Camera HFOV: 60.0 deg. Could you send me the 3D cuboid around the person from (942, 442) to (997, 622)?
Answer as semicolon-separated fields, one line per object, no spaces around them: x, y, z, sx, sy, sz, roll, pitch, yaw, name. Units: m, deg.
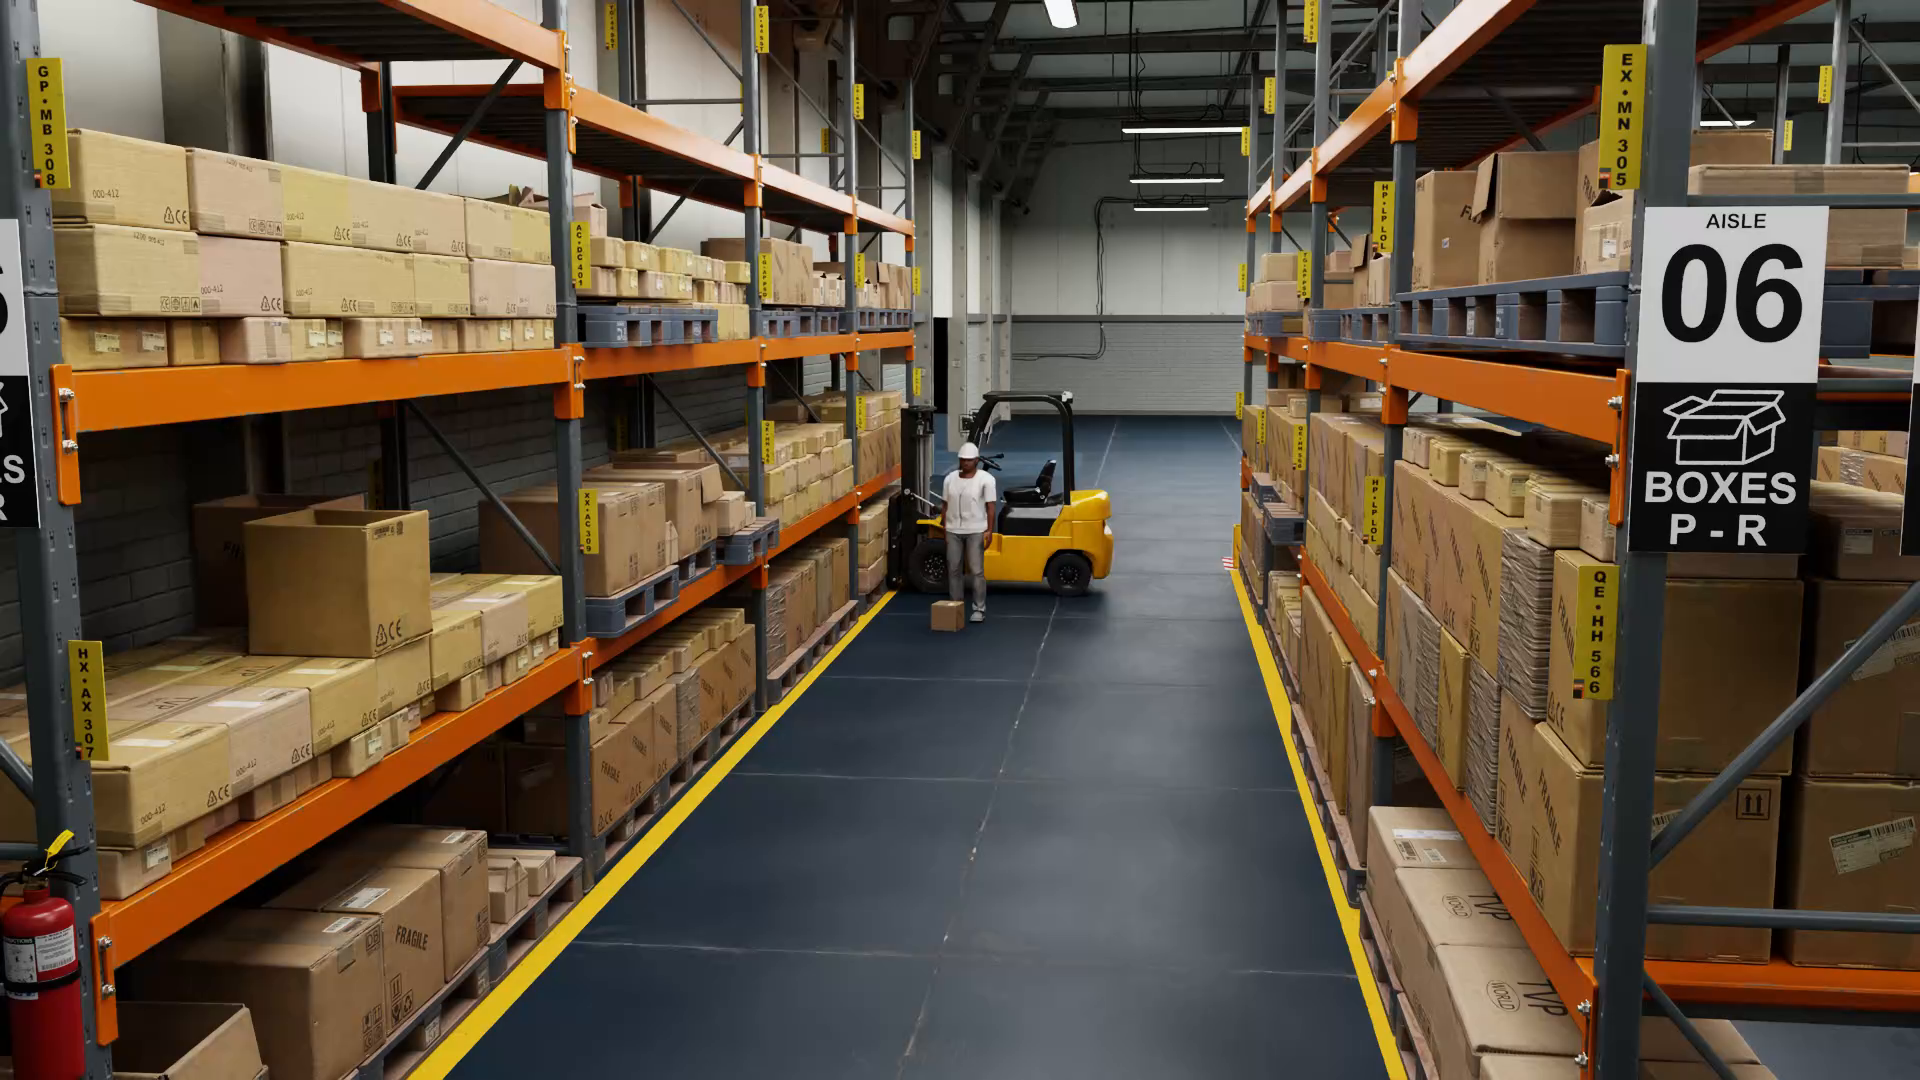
0.077;-0.083;16.333;0.565;1.763;0.355;3;8;21;person
